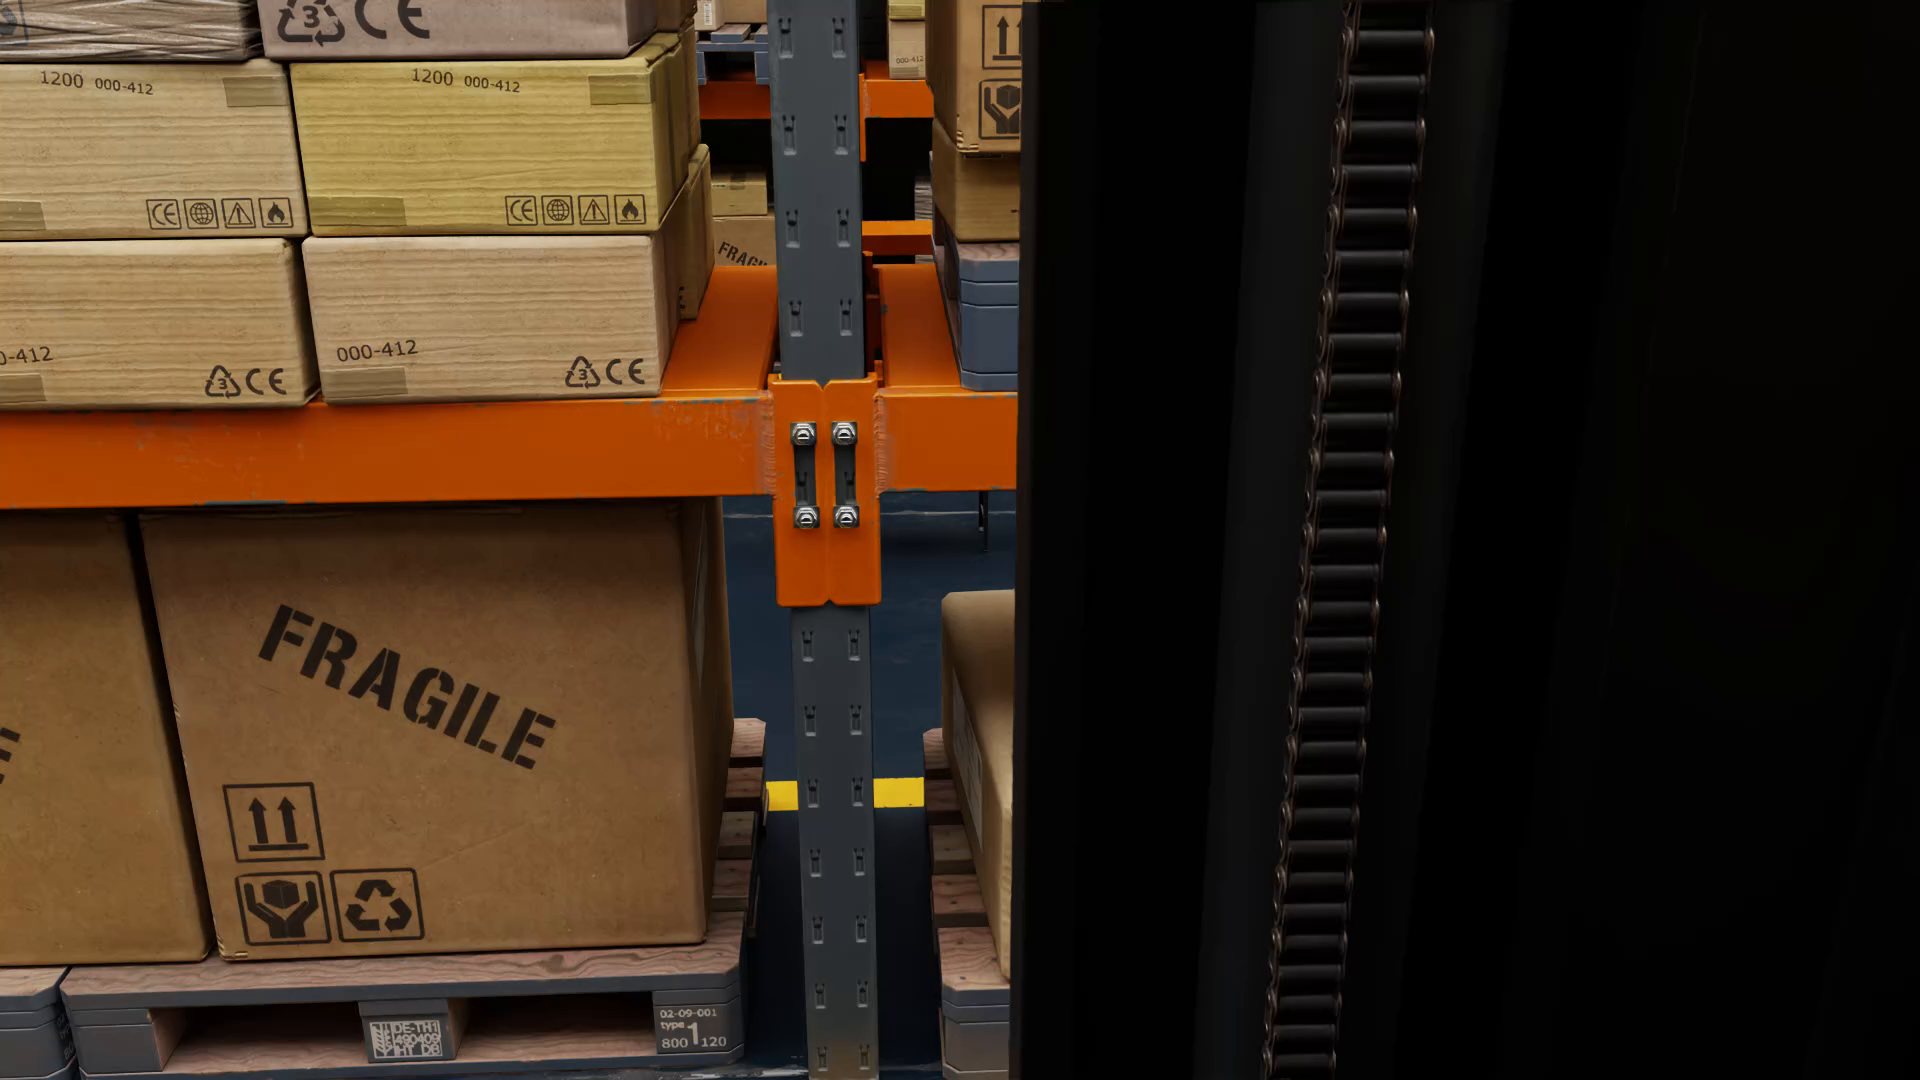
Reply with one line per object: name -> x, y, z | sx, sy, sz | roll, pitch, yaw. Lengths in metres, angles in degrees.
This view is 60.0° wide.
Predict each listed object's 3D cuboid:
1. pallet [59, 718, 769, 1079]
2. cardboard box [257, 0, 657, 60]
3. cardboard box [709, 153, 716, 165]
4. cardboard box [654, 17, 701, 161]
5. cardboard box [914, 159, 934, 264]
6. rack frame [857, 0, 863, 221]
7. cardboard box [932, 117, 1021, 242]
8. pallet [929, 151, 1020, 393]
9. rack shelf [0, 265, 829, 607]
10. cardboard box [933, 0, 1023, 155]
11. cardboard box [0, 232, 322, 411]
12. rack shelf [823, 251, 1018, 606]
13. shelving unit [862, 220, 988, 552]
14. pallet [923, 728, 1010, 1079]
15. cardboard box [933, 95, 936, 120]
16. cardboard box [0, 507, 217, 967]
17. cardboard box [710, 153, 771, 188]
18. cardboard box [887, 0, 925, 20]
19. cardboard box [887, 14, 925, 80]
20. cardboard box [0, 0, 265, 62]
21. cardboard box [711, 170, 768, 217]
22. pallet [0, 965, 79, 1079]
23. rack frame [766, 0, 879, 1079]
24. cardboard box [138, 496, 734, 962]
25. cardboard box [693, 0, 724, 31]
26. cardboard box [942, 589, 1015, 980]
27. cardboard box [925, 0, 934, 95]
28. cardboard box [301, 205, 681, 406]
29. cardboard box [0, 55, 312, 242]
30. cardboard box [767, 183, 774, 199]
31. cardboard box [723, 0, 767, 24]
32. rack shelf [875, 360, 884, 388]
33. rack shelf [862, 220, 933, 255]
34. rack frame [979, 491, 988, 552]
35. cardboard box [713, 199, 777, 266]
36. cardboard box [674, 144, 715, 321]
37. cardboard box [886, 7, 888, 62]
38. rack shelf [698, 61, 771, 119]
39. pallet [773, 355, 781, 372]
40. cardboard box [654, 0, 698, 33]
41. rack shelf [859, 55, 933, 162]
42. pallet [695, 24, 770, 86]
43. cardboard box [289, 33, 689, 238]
pallet -> -1.030, 0.707, 3.467 | 1.213, 0.211, 1.003 | -1, 21, -3
cardboard box -> -0.740, -0.996, 2.476 | 0.500, 0.500, 0.500 | -2, 21, -5
cardboard box -> -1.331, -1.784, 8.102 | 0.250, 0.149, 0.380 | -1, 21, -1
cardboard box -> -0.758, -0.826, 3.084 | 0.500, 0.250, 0.500 | -1, 21, -3
cardboard box -> 0.098, -1.443, 7.942 | 0.625, 0.625, 0.875 | -1, 21, -1
rack frame -> -0.525, -2.349, 7.574 | 0.127, 3.000, 1.000 | -1, 21, -3
cardboard box -> 0.097, -0.605, 2.757 | 0.250, 0.149, 0.380 | -2, 21, -6
pallet -> 0.467, -0.548, 3.114 | 1.003, 0.211, 1.213 | -1, 21, -3
rack shelf -> -2.235, -0.209, 2.964 | 4.000, 0.370, 1.077 | -1, 21, -3
cardboard box -> 0.224, -0.894, 2.605 | 0.500, 0.500, 0.500 | -2, 21, -5
cardboard box -> -1.238, -0.397, 2.658 | 0.500, 0.250, 0.500 | -1, 21, -2
rack shelf -> 1.758, -0.290, 3.178 | 4.000, 0.370, 1.077 | -1, 21, -3
shelving unit -> -0.165, -0.557, 5.399 | 0.503, 1.200, 0.258 | -1, 21, -3
pallet -> 0.542, 0.702, 3.479 | 1.213, 0.211, 1.003 | -1, 21, -3
cardboard box -> 0.075, -0.755, 3.150 | 0.250, 0.149, 0.380 | 0, 21, -1
cardboard box -> -1.823, 0.212, 3.243 | 0.875, 0.875, 0.875 | -1, 21, -2
cardboard box -> -1.064, -1.780, 8.092 | 0.250, 0.149, 0.380 | 0, 21, 0
cardboard box -> -0.067, -2.425, 7.284 | 0.500, 0.250, 0.500 | -1, 21, -3
cardboard box -> -0.069, -2.201, 7.396 | 0.500, 0.250, 0.500 | -1, 21, -3
cardboard box -> -1.251, -0.983, 2.440 | 0.500, 0.500, 0.500 | -1, 21, -2
cardboard box -> -1.004, -1.580, 7.566 | 0.250, 0.149, 0.380 | -2, 21, -6
pallet -> -2.245, 0.731, 3.405 | 1.213, 0.211, 1.003 | -1, 21, -3
rack frame -> -0.238, -0.585, 2.943 | 0.127, 3.000, 1.000 | -1, 21, -3
cardboard box -> -0.933, 0.196, 3.287 | 0.875, 0.875, 0.875 | -1, 21, -4
cardboard box -> -1.159, -2.278, 7.151 | 0.250, 0.149, 0.380 | -1, 21, -2
cardboard box -> 0.326, 0.438, 3.357 | 0.625, 0.372, 0.950 | -3, 21, -7
cardboard box -> 0.200, -1.075, 3.081 | 0.500, 0.500, 0.500 | -2, 21, -5
cardboard box -> -0.728, -0.413, 2.700 | 0.500, 0.250, 0.500 | -2, 21, -5
cardboard box -> -1.219, -0.637, 2.587 | 0.500, 0.250, 0.500 | -2, 21, -4
cardboard box -> -0.962, -1.468, 8.183 | 0.500, 0.500, 0.500 | 0, 21, -1
cardboard box -> -1.048, -2.637, 7.600 | 0.500, 0.500, 0.500 | 0, 21, -1
rack shelf -> -0.165, -0.494, 5.423 | 0.480, 0.148, 0.258 | -1, 21, -3
rack shelf -> -0.165, -0.925, 5.259 | 0.480, 0.148, 0.258 | -1, 21, -3
rack frame -> 0.078, -0.562, 5.412 | 0.015, 1.200, 0.240 | -1, 21, -3
cardboard box -> -0.935, -1.292, 7.721 | 0.500, 0.500, 0.500 | -1, 21, -1
cardboard box -> -0.741, -0.595, 3.178 | 0.500, 0.250, 0.500 | -2, 21, -4
cardboard box -> -0.091, -2.378, 7.863 | 0.500, 0.250, 0.500 | -2, 21, -4
rack shelf -> -2.522, -1.972, 7.595 | 4.000, 0.370, 1.077 | -1, 21, -3
pallet -> -1.273, -1.044, 8.066 | 1.213, 0.211, 1.003 | -1, 21, -3
cardboard box -> -0.745, -1.176, 2.949 | 0.500, 0.500, 0.500 | -2, 21, -5
rack shelf -> 1.471, -2.053, 7.809 | 4.000, 0.370, 1.077 | -1, 21, -3
pallet -> -1.198, -2.220, 7.506 | 1.003, 0.211, 1.213 | -1, 21, -3
cardboard box -> -0.707, -0.649, 2.618 | 0.500, 0.250, 0.500 | -1, 21, -3
